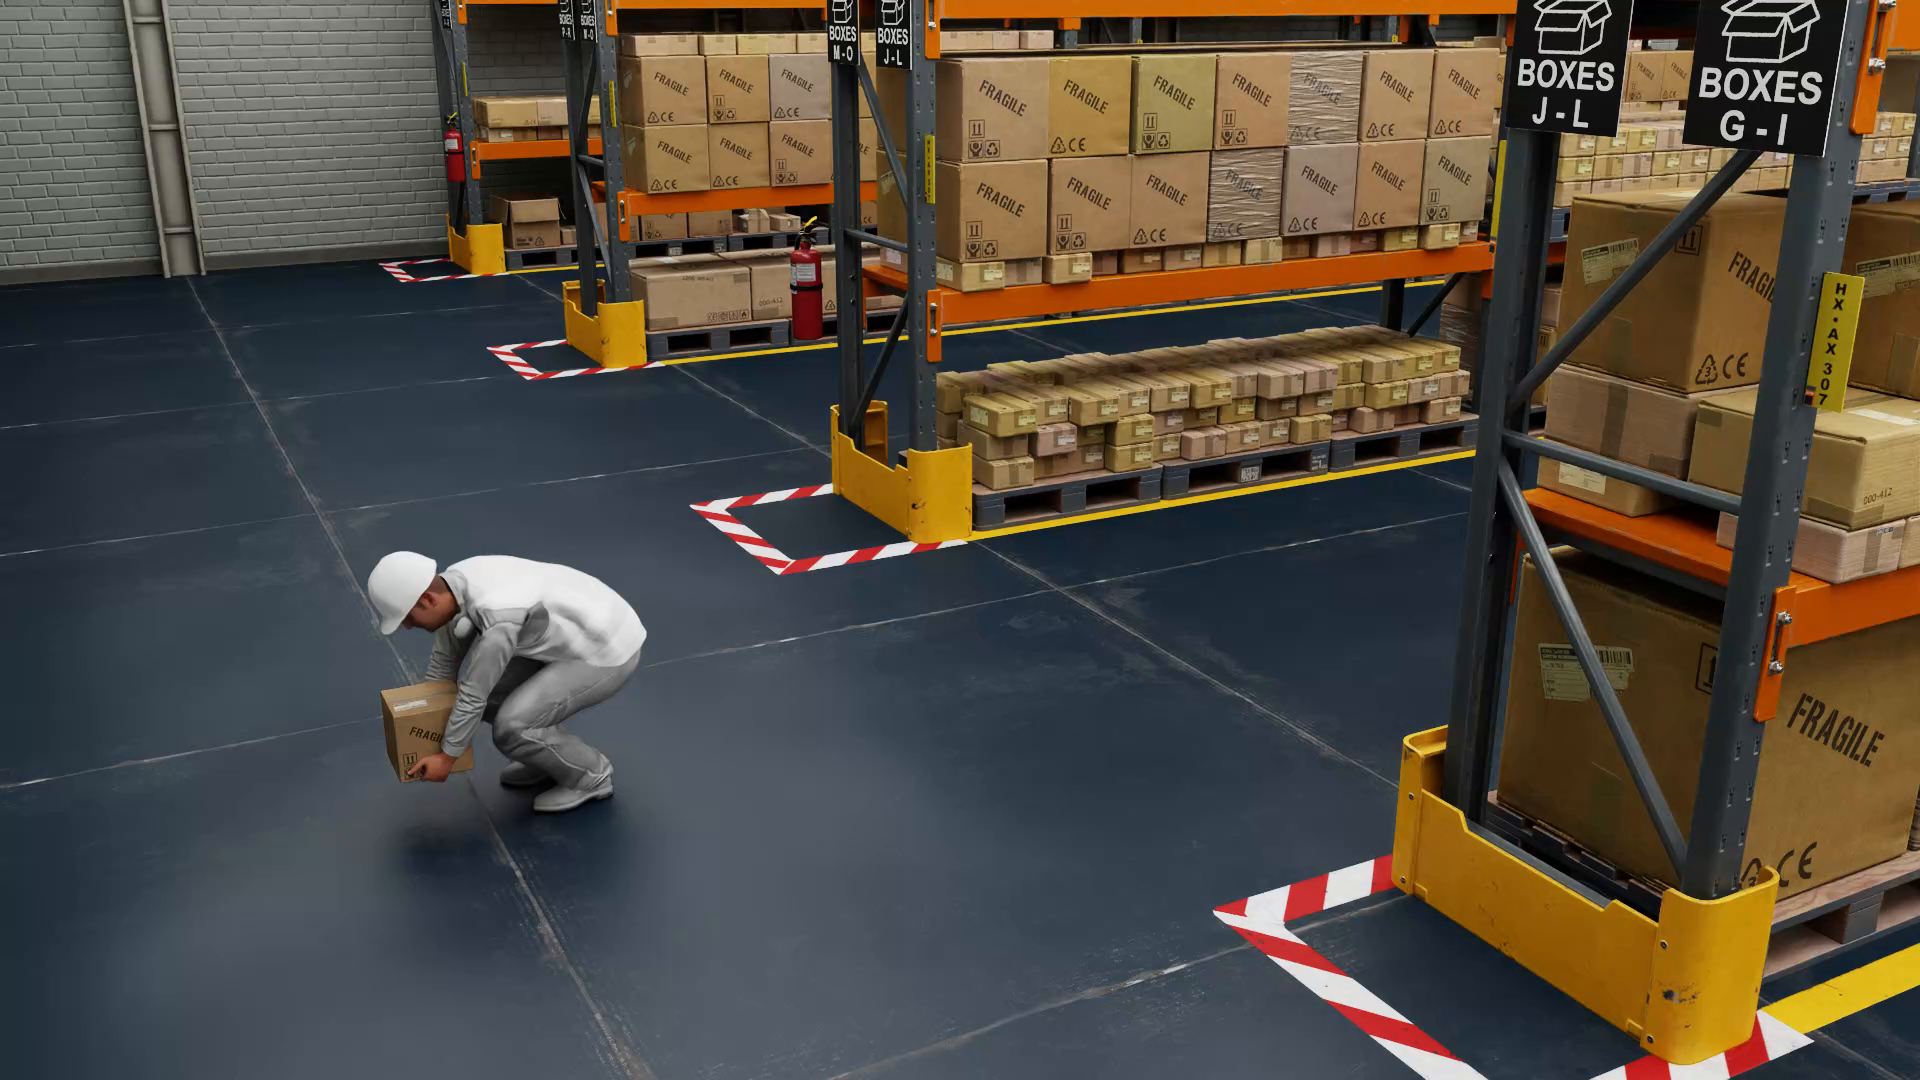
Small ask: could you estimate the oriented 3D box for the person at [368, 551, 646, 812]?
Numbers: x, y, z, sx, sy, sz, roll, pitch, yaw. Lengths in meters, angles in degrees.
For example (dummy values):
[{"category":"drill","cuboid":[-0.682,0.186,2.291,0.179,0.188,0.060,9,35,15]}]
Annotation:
[{"category":"person","cuboid":[-1.573,0.457,5.873,0.921,1.005,0.500,-10,21,-28]}]
